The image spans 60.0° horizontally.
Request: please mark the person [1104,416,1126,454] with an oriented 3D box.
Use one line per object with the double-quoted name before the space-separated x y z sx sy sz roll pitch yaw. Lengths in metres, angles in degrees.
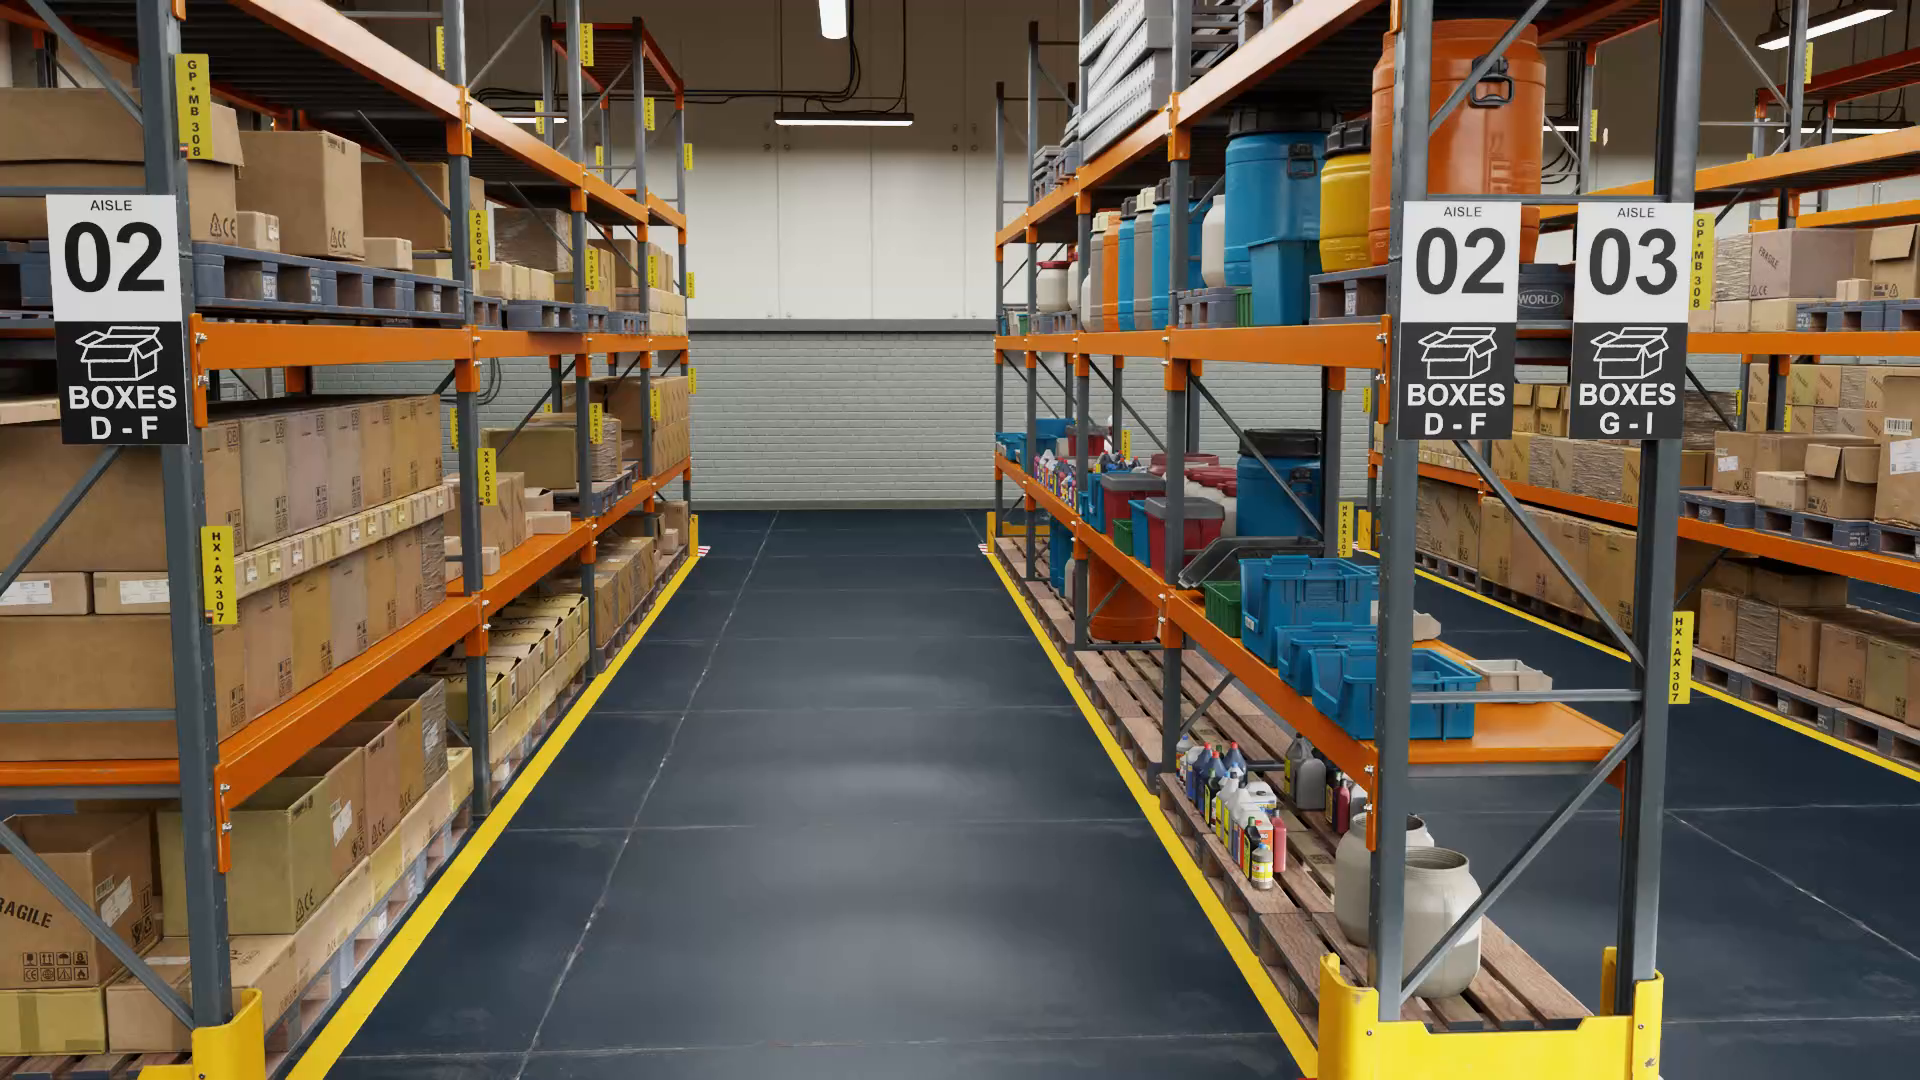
"person" 2.159 -0.853 22.844 0.953 1.732 0.620 1 7 10
